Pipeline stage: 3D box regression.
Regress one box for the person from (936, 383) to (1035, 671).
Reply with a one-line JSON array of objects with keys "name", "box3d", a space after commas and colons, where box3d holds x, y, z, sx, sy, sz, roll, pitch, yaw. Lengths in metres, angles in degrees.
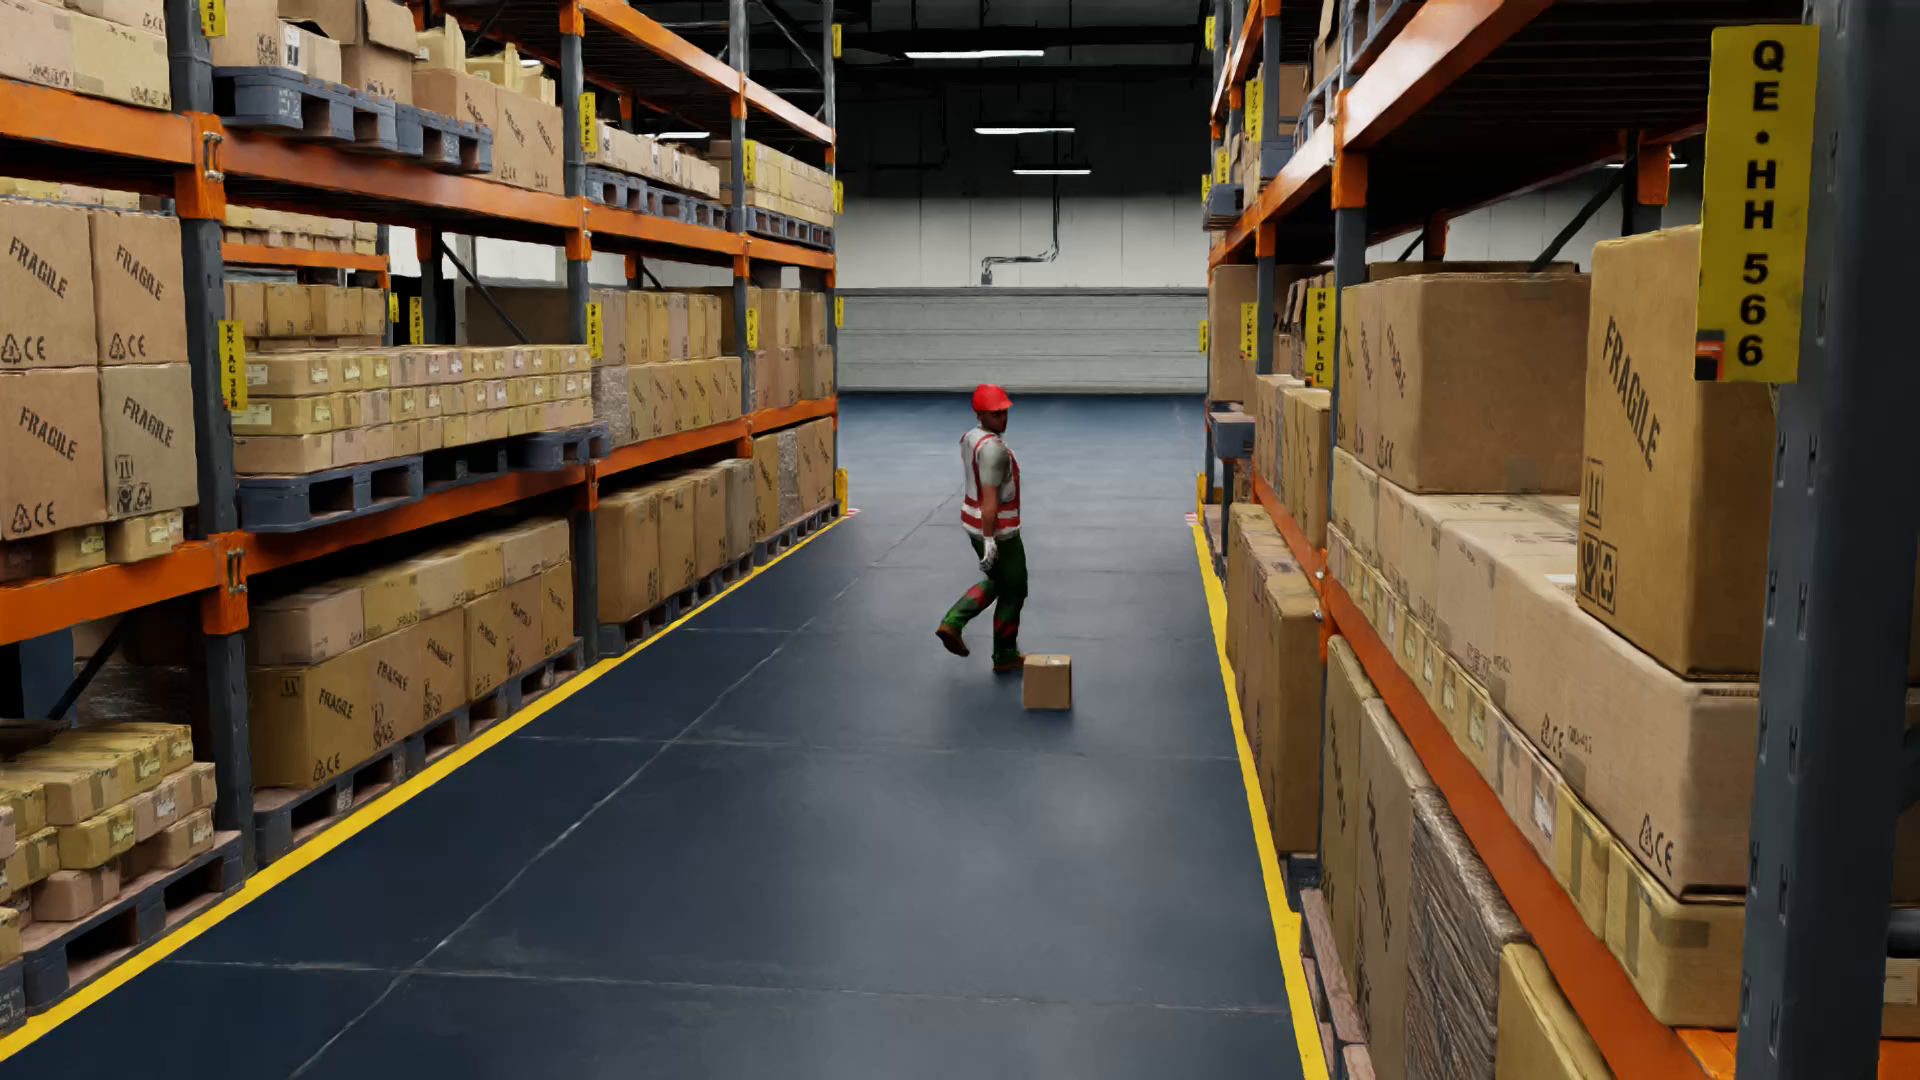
[{"name": "person", "box3d": [0.221, -0.053, 9.802, 0.669, 1.744, 0.600, -3, 8, -21]}]
